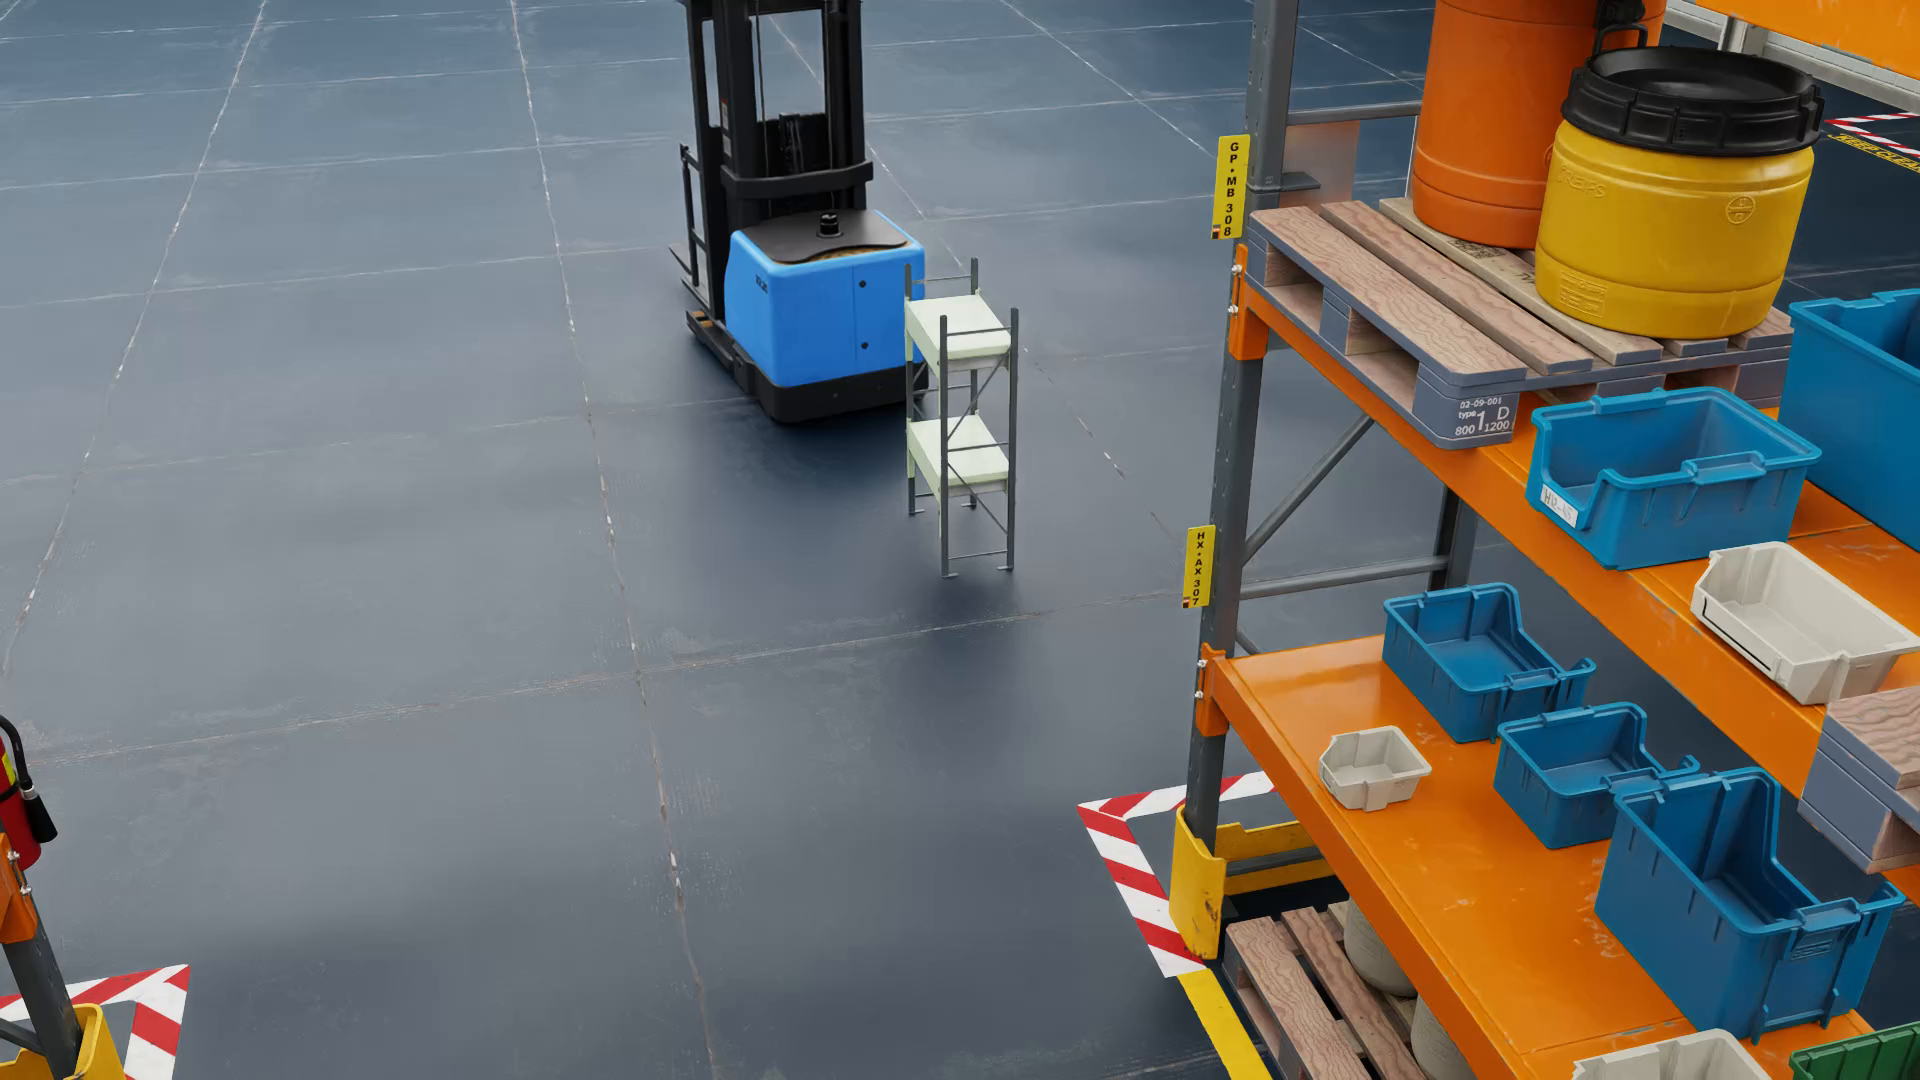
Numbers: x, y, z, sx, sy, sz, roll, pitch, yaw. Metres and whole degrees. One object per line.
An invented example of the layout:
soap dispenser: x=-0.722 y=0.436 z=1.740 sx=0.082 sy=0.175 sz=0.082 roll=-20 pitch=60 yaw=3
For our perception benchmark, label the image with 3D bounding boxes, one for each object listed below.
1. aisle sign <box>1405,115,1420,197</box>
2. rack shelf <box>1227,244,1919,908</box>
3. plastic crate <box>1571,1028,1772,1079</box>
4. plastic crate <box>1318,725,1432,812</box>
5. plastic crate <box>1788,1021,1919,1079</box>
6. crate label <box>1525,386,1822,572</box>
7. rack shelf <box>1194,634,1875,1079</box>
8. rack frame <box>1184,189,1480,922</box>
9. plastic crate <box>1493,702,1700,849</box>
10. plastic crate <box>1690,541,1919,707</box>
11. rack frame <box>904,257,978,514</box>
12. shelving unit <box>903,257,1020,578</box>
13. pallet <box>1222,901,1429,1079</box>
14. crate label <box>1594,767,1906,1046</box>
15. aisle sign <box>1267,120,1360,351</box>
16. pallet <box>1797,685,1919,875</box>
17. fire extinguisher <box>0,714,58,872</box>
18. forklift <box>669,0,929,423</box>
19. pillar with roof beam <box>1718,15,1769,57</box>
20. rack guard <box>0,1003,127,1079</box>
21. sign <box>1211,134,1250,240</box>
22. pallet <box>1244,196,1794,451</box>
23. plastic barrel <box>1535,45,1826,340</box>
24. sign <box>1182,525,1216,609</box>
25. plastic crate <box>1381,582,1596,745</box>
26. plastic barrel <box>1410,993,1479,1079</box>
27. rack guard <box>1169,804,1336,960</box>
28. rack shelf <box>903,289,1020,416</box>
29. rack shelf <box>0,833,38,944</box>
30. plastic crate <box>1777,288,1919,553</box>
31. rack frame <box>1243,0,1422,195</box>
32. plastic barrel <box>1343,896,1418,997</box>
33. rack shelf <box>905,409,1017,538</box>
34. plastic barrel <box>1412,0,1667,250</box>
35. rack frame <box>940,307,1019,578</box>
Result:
aisle sign: x=1.633 y=-1.055 z=5.483 sx=0.394 sy=0.787 sz=0.004 roll=-8 pitch=31 yaw=-13
rack shelf: x=1.897 y=0.123 z=3.766 sx=1.077 sy=0.370 sz=4.000 roll=-8 pitch=31 yaw=-13
plastic crate: x=1.753 y=1.440 z=4.031 sx=0.530 sy=0.136 sz=0.437 roll=-8 pitch=31 yaw=-13
plastic crate: x=1.293 y=0.733 z=5.252 sx=0.298 sy=0.136 sz=0.250 roll=-8 pitch=31 yaw=-13
plastic crate: x=2.340 y=1.475 z=3.919 sx=0.450 sy=0.188 sz=0.662 roll=-8 pitch=31 yaw=-13
crate label: x=1.544 y=-0.142 z=3.654 sx=0.502 sy=0.251 sz=0.408 roll=-8 pitch=31 yaw=-13
rack shelf: x=1.897 y=1.422 z=4.518 sx=1.077 sy=0.370 sz=4.000 roll=-8 pitch=31 yaw=-13
rack frame: x=1.366 y=0.144 z=6.006 sx=1.000 sy=3.000 sz=0.127 roll=-8 pitch=31 yaw=-13
plastic crate: x=1.954 y=0.725 z=5.151 sx=0.499 sy=0.251 sz=0.408 roll=-8 pitch=31 yaw=-13
plastic crate: x=1.612 y=0.171 z=3.230 sx=0.243 sy=0.136 sz=0.396 roll=-8 pitch=31 yaw=-13
rack frame: x=-0.099 y=-0.829 z=9.185 sx=0.400 sy=1.500 sz=0.023 roll=-8 pitch=31 yaw=-13
shelving unit: x=-0.002 y=-0.652 z=8.880 sx=0.431 sy=1.500 sz=0.755 roll=-8 pitch=31 yaw=-13
pallet: x=1.642 y=1.775 z=5.973 sx=1.003 sy=0.211 sz=1.213 roll=-8 pitch=31 yaw=-13
crate label: x=2.115 y=0.982 z=4.524 sx=0.502 sy=0.435 sz=0.616 roll=-8 pitch=31 yaw=-13
aisle sign: x=1.065 y=-0.977 z=5.348 sx=0.394 sy=0.787 sz=0.004 roll=-8 pitch=31 yaw=-13
pallet: x=2.142 y=0.524 z=2.544 sx=1.213 sy=0.211 sz=1.003 roll=-8 pitch=31 yaw=-13
fire extinguisher: x=-2.995 y=0.720 z=5.089 sx=0.296 sy=0.674 sz=0.183 roll=-8 pitch=31 yaw=-13
forklift: x=-1.281 y=-2.718 z=11.019 sx=1.130 sy=2.935 sz=3.031 roll=-13 pitch=33 yaw=-21
pillar with roof beam: x=4.602 y=-8.770 z=15.418 sx=9.100 sy=9.000 sz=0.400 roll=-8 pitch=31 yaw=-13
rack guard: x=-3.389 y=1.921 z=5.431 sx=1.175 sy=0.500 sz=0.348 roll=-8 pitch=31 yaw=-13
sign: x=0.835 y=-1.087 z=5.130 sx=0.100 sy=0.325 sz=0.005 roll=-8 pitch=31 yaw=-13
pallet: x=1.491 y=-0.660 z=4.589 sx=1.003 sy=0.211 sz=1.213 roll=-8 pitch=31 yaw=-13
plastic barrel: x=1.791 y=-0.883 z=4.180 sx=0.600 sy=0.588 sz=0.600 roll=0 pitch=30 yaw=0
sign: x=0.835 y=0.096 z=5.814 sx=0.100 sy=0.325 sz=0.005 roll=-8 pitch=31 yaw=-13
plastic crate: x=1.787 y=0.411 z=5.695 sx=0.499 sy=0.251 sz=0.616 roll=-8 pitch=31 yaw=-13
plastic barrel: x=1.748 y=1.589 z=5.574 sx=0.421 sy=0.512 sz=0.421 roll=0 pitch=30 yaw=0
rack guard: x=1.432 y=1.257 z=6.580 sx=1.175 sy=0.500 sz=0.348 roll=-8 pitch=31 yaw=-13
rack shelf: x=-0.002 y=-0.990 z=8.684 sx=0.431 sy=0.370 sz=0.720 roll=-8 pitch=31 yaw=-13
rack shelf: x=-2.878 y=2.080 z=3.380 sx=1.077 sy=0.370 sz=4.000 roll=-8 pitch=31 yaw=-13
plastic crate: x=2.163 y=-0.266 z=3.737 sx=0.392 sy=0.384 sz=0.575 roll=-8 pitch=31 yaw=-13
rack frame: x=1.366 y=-2.452 z=4.503 sx=1.000 sy=3.000 sz=0.127 roll=-8 pitch=31 yaw=-13
plastic barrel: x=1.614 y=1.347 z=5.993 sx=0.421 sy=0.512 sz=0.421 roll=0 pitch=30 yaw=0
rack shelf: x=-0.002 y=-0.370 z=9.043 sx=0.431 sy=0.370 sz=0.720 roll=-8 pitch=31 yaw=-13
plastic barrel: x=1.618 y=-1.304 z=4.666 sx=0.600 sy=0.830 sz=0.708 roll=-8 pitch=31 yaw=-13
rack frame: x=0.095 y=-0.476 z=8.574 sx=0.400 sy=1.500 sz=0.023 roll=-8 pitch=31 yaw=-13
